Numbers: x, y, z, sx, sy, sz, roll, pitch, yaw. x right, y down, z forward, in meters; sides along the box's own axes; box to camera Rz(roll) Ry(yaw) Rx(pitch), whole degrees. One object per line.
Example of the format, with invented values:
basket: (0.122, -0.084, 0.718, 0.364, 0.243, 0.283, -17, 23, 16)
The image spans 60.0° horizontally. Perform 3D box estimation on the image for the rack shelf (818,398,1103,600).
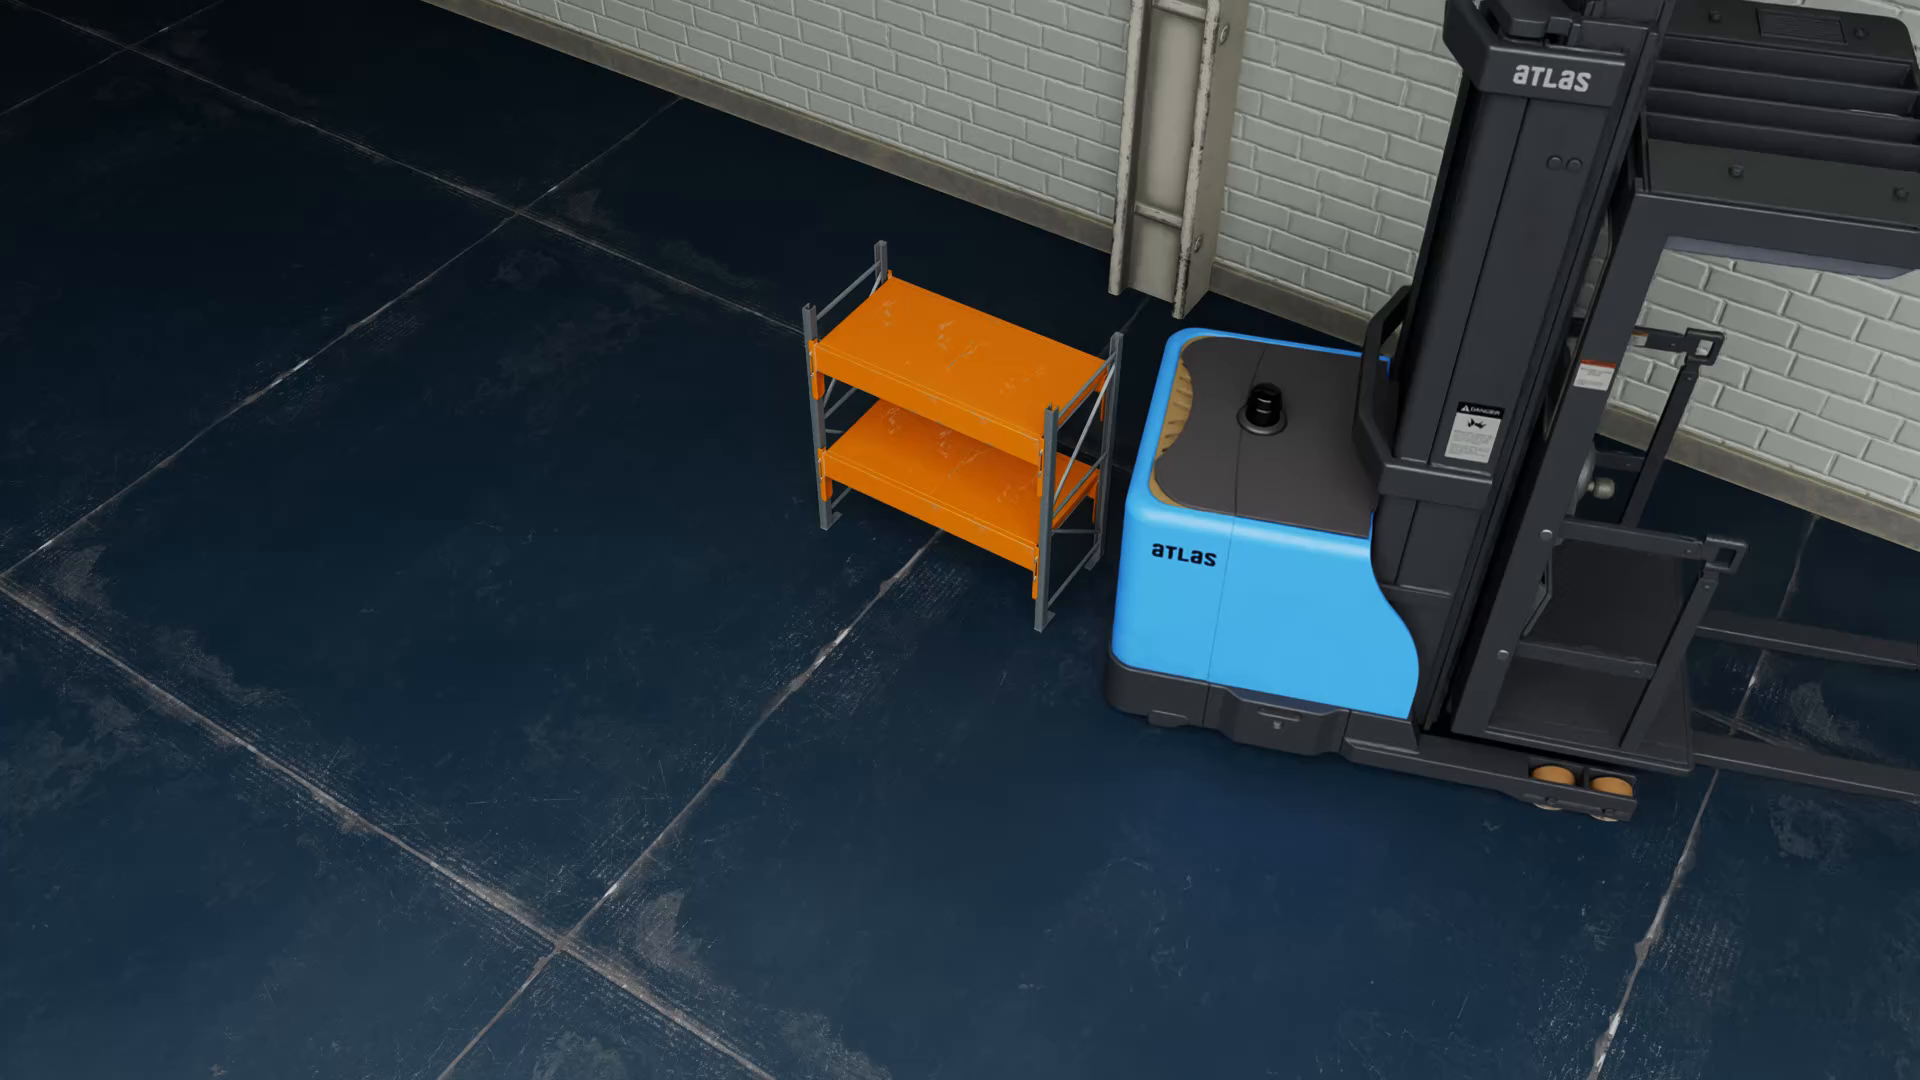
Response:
rack shelf: (0.006, -0.219, 6.519, 1.000, 0.278, 0.538, 25, 51, 22)

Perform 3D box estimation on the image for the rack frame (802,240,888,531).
rack frame: (-0.422, -0.586, 6.535, 0.032, 1.125, 0.500, 25, 51, 22)

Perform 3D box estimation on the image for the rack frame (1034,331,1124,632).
rack frame: (0.434, -0.193, 6.153, 0.032, 1.125, 0.500, 25, 51, 22)

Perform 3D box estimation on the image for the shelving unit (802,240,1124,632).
shelving unit: (0.006, -0.389, 6.344, 1.048, 1.125, 0.538, 25, 51, 22)

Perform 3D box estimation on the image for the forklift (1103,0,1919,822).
forklift: (2.101, -0.465, 5.158, 3.031, 2.935, 1.130, 10, 47, 10)

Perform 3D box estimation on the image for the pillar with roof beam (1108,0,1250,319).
pillar with roof beam: (-1.375, -1.732, 2.158, 0.400, 9.000, 9.100, 25, 51, 22)

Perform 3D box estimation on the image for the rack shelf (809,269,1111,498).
rack shelf: (0.006, -0.593, 6.134, 1.000, 0.278, 0.538, 25, 51, 22)
